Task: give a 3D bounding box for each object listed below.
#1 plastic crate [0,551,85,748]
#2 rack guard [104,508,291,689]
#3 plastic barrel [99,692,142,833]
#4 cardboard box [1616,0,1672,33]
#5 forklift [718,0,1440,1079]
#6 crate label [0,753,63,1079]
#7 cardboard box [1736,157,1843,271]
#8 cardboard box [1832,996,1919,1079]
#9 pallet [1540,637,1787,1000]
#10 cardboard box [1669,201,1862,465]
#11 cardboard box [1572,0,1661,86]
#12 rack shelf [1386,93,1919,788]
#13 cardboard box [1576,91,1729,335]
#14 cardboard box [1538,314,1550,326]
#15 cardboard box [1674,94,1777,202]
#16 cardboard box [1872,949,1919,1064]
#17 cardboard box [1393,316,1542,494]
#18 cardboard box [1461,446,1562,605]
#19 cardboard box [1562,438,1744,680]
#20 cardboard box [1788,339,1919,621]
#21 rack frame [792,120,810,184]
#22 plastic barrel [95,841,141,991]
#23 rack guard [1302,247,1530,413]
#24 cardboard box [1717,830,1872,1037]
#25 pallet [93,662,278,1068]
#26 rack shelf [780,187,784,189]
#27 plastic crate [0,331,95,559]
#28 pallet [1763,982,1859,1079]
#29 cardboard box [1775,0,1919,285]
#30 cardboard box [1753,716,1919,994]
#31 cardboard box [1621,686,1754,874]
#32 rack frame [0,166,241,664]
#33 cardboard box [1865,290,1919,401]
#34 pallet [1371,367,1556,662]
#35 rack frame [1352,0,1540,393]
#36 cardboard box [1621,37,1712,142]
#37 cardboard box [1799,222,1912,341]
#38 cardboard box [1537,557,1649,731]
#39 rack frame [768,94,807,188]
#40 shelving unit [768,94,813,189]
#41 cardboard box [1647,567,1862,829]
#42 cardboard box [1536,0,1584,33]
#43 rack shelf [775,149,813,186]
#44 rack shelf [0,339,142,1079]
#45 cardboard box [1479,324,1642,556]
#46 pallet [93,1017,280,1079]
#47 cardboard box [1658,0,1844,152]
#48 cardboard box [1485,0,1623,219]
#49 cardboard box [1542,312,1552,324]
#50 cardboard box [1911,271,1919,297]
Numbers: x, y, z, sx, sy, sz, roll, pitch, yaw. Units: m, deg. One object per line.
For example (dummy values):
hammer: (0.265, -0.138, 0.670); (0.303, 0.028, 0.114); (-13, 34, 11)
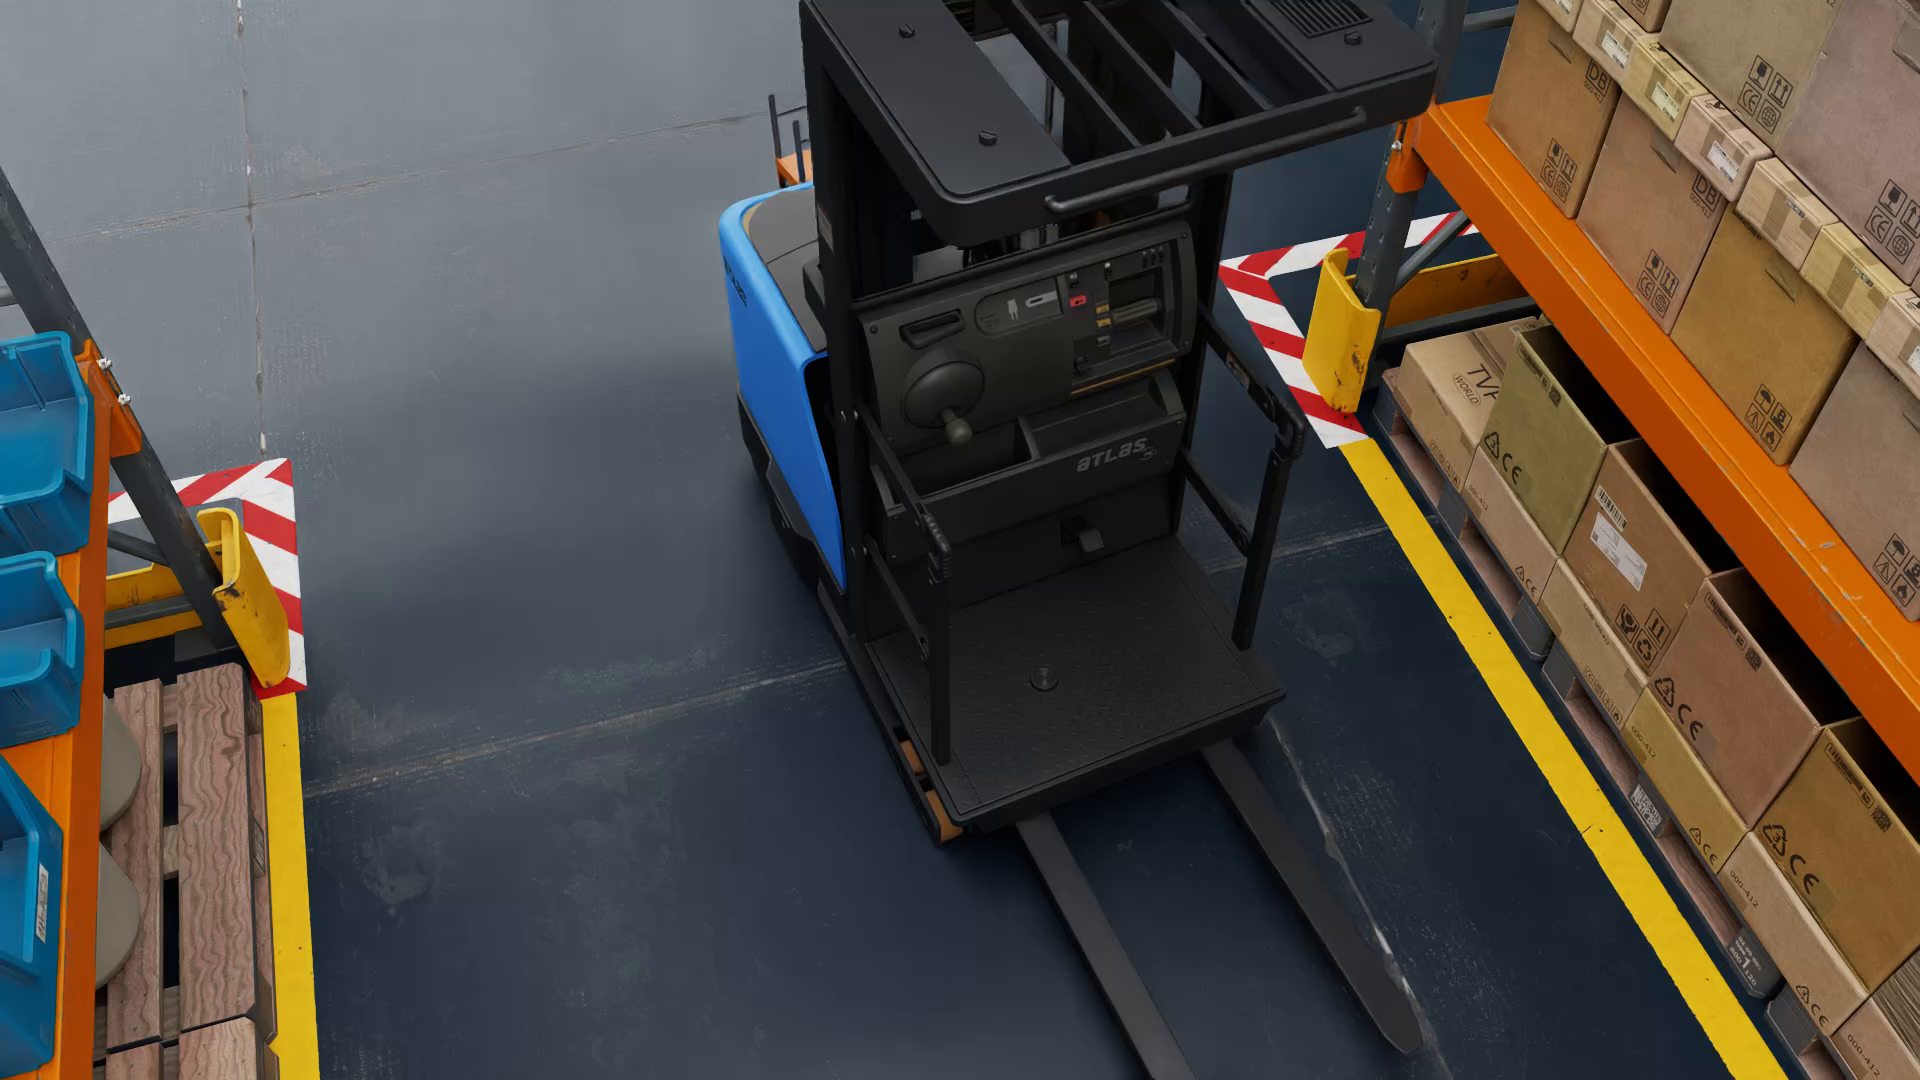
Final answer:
plastic crate: (-2.213, 0.276, 3.653); (0.499, 0.251, 0.408); (-13, 51, -11)
rack guard: (-2.766, 0.305, 5.166); (1.175, 0.500, 0.348); (-13, 51, -11)
plastic barrel: (-2.566, 0.585, 4.648); (0.421, 0.512, 0.421); (0, 50, 0)
cardboard box: (2.041, -1.730, 4.333); (0.700, 0.500, 0.500); (-13, 51, -11)
forklift: (0.286, -0.429, 4.195); (1.130, 2.935, 3.031); (-19, 52, -15)
crate label: (-2.031, 0.726, 3.153); (0.502, 0.435, 0.616); (-13, 51, -11)
cardboard box: (2.116, -0.815, 3.985); (0.380, 0.149, 0.250); (-15, 51, -12)
cardboard box: (2.598, 1.353, 4.171); (0.500, 0.250, 0.500); (-13, 51, -11)
pallet: (2.522, 0.675, 5.043); (1.003, 0.211, 1.213); (-13, 51, -11)
cardboard box: (2.326, -0.604, 4.232); (0.700, 0.500, 0.500); (-13, 51, -11)
cardboard box: (1.890, -1.376, 4.459); (0.380, 0.149, 0.250); (-15, 51, -12)
rack shelf: (2.491, 0.030, 4.233); (1.077, 0.370, 4.000); (-13, 51, -11)
cardboard box: (2.185, -0.968, 4.539); (0.700, 0.500, 0.500); (-12, 51, -10)
cardboard box: (2.340, -0.587, 5.807); (0.500, 0.250, 0.500); (-13, 51, -11)
cardboard box: (2.035, -1.009, 4.149); (0.380, 0.149, 0.250); (-14, 51, -12)
cardboard box: (2.599, 1.111, 3.885); (0.500, 0.500, 0.500); (-13, 51, -11)
cardboard box: (1.845, -0.470, 5.708); (0.500, 0.250, 0.500); (-13, 51, -11)
cardboard box: (1.997, -0.105, 5.401); (0.500, 0.250, 0.500); (-13, 51, -11)
cardboard box: (2.155, 0.016, 4.808); (0.500, 0.500, 0.500); (-13, 51, -11)
cardboard box: (2.485, -0.221, 3.909); (0.700, 0.500, 0.500); (-12, 51, -10)
rack frame: (-0.408, -0.961, 5.760); (0.240, 1.200, 0.006); (-24, 50, -19)
plastic barrel: (-2.418, 0.951, 4.339); (0.421, 0.512, 0.421); (0, 50, 0)
rack guard: (1.892, -0.874, 6.160); (1.175, 0.500, 0.348); (-13, 51, -11)
cardboard box: (2.436, 0.991, 4.476); (0.500, 0.250, 0.500); (-13, 51, -11)
pallet: (-2.531, 0.993, 4.775); (1.003, 0.211, 1.213); (-13, 51, -11)
rack shelf: (-0.460, -1.152, 5.675); (0.258, 0.103, 0.180); (-24, 50, -19)
plastic crate: (-2.400, -0.199, 4.054); (0.499, 0.251, 0.616); (-13, 51, -11)
pallet: (2.887, 1.567, 4.291); (1.003, 0.211, 1.213); (-13, 51, -11)
cardboard box: (2.351, -0.980, 3.700); (0.700, 0.500, 0.500); (-13, 51, -11)
cardboard box: (2.448, 0.747, 4.192); (0.500, 0.500, 0.500); (-13, 51, -11)
cardboard box: (2.287, 0.626, 4.784); (0.500, 0.250, 0.500); (-13, 51, -11)
rack frame: (-2.834, -0.545, 4.248); (1.000, 3.000, 0.127); (-13, 51, -11)
cardboard box: (2.263, -0.446, 3.674); (0.380, 0.149, 0.250); (-13, 51, -11)
pallet: (2.165, -0.215, 5.793); (1.003, 0.211, 1.213); (-13, 51, -11)
rack frame: (1.899, -1.663, 5.190); (1.000, 3.000, 0.127); (-13, 51, -11)
cardboard box: (1.963, -1.194, 4.305); (0.380, 0.149, 0.250); (-13, 51, -11)
cardboard box: (2.192, -0.628, 3.828); (0.380, 0.149, 0.250); (-14, 51, -11)
cardboard box: (2.144, 0.260, 5.093); (0.500, 0.250, 0.500); (-13, 51, -11)
rack frame: (-0.498, -1.074, 5.872); (0.240, 1.200, 0.006); (-24, 50, -19)
shelving unit: (-0.453, -1.018, 5.816); (0.258, 1.200, 0.189); (-24, 50, -19)
cardboard box: (2.286, 0.385, 4.497); (0.500, 0.500, 0.500); (-13, 51, -11)
cardboard box: (1.809, -1.569, 4.621); (0.380, 0.149, 0.250); (-14, 51, -11)
rack shelf: (-0.464, -1.235, 5.588); (0.258, 0.103, 0.180); (-24, 50, -19)
rack shelf: (-2.242, 1.147, 3.291); (1.077, 0.370, 4.000); (-13, 51, -11)
cardboard box: (1.995, -0.347, 5.114); (0.500, 0.500, 0.500); (-13, 51, -11)
pallet: (-2.174, 1.882, 4.025); (1.003, 0.211, 1.213); (-13, 51, -11)
cardboard box: (2.201, -1.348, 4.010); (0.700, 0.500, 0.500); (-15, 51, -12)
cardboard box: (2.025, -1.351, 4.862); (0.700, 0.500, 0.500); (-13, 51, -11)
cardboard box: (2.342, -0.829, 5.520); (0.500, 0.500, 0.500); (-13, 51, -11)
cardboard box: (2.499, -0.614, 3.392); (0.700, 0.500, 0.500); (-13, 51, -11)
